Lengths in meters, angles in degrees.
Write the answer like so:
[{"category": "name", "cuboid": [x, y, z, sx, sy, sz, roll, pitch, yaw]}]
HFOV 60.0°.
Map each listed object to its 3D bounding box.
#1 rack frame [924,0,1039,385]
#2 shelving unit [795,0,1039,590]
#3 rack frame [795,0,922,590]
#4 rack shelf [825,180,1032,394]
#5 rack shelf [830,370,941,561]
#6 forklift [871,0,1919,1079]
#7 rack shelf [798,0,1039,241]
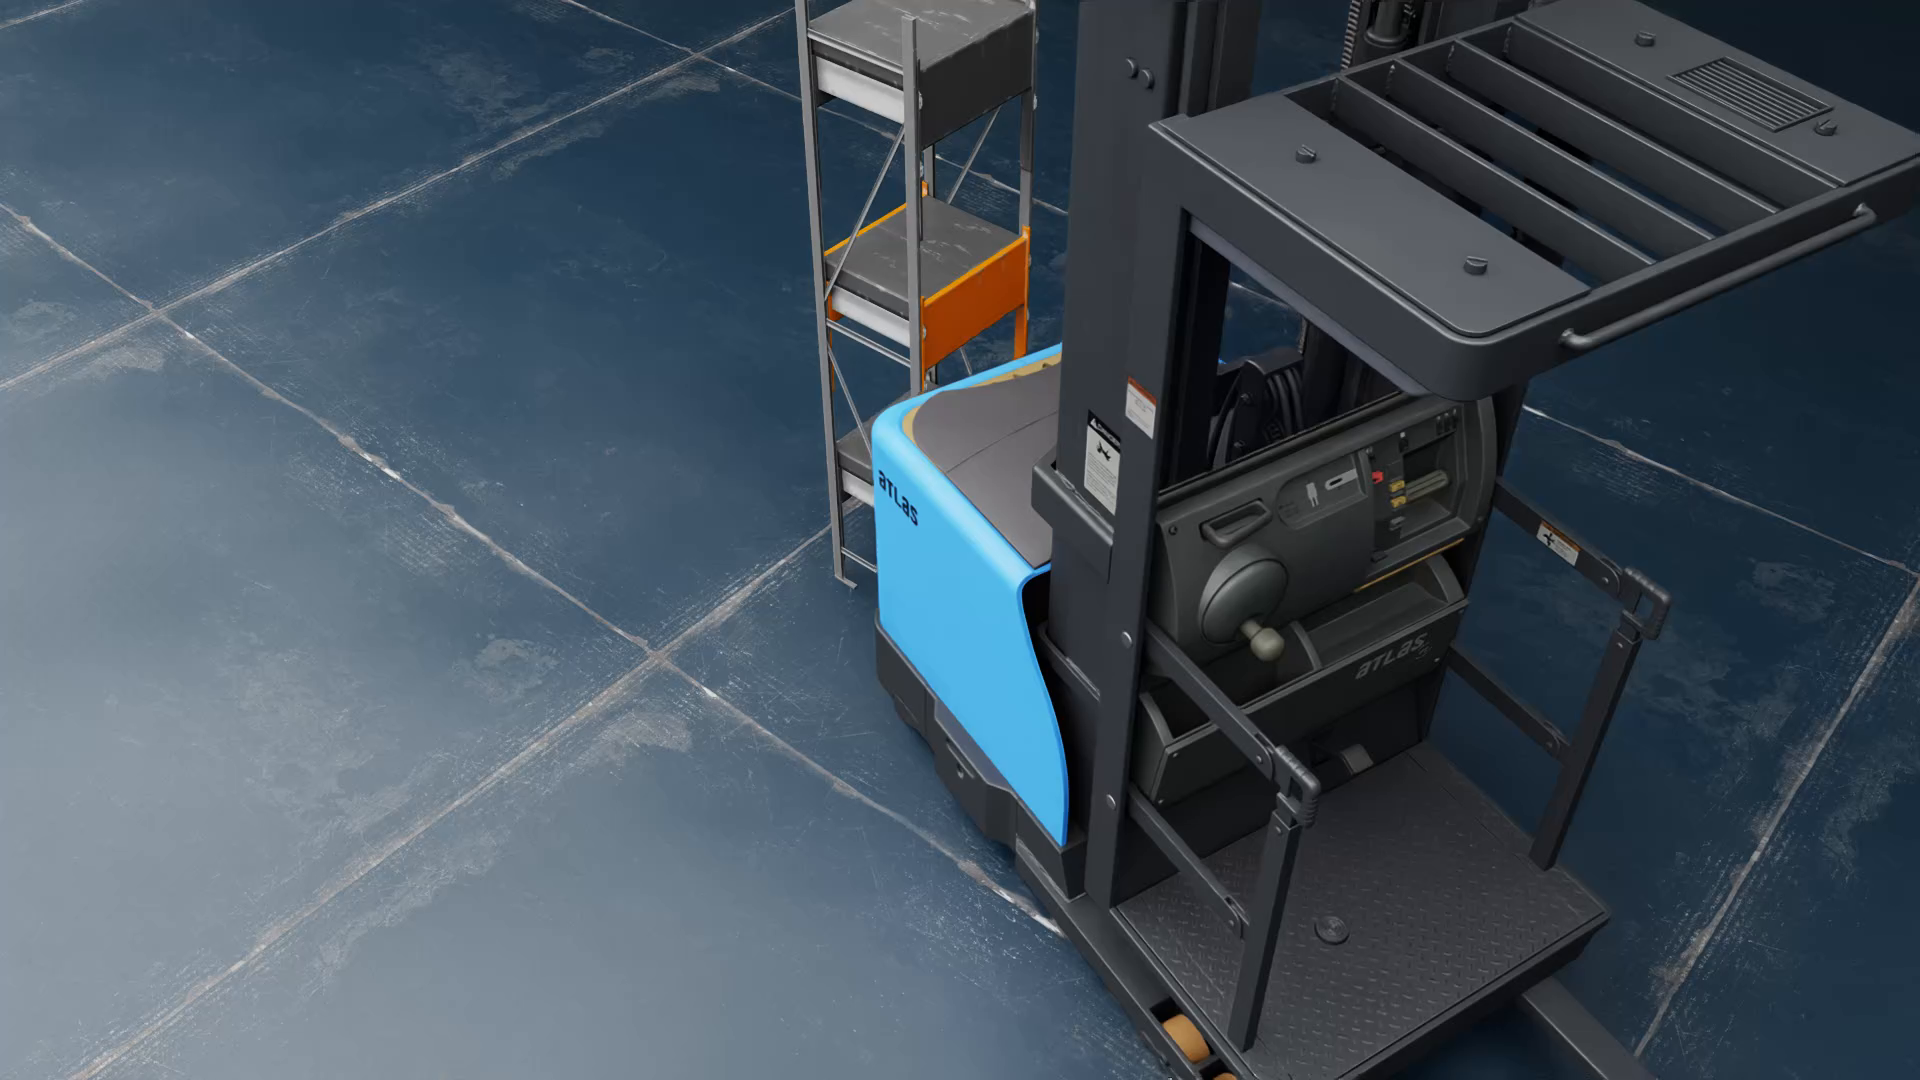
[{"category": "rack frame", "cuboid": [0.050, -0.817, 5.088, 0.400, 2.100, 0.015, 29, 50, 28]}, {"category": "shelving unit", "cuboid": [-0.107, -0.692, 4.950, 0.431, 2.100, 0.503, 29, 50, 28]}, {"category": "rack frame", "cuboid": [-0.264, -0.566, 4.812, 0.400, 2.100, 0.015, 29, 50, 28]}, {"category": "rack shelf", "cuboid": [-0.107, -0.682, 4.959, 0.431, 0.518, 0.480, 29, 50, 28]}, {"category": "rack shelf", "cuboid": [-0.107, -0.164, 5.430, 0.431, 0.518, 0.480, 29, 50, 28]}, {"category": "forklift", "cuboid": [0.941, 0.037, 3.530, 1.130, 2.935, 3.031, -22, 47, -23]}, {"category": "rack shelf", "cuboid": [-0.107, -1.199, 4.488, 0.431, 0.518, 0.480, 29, 50, 28]}]
